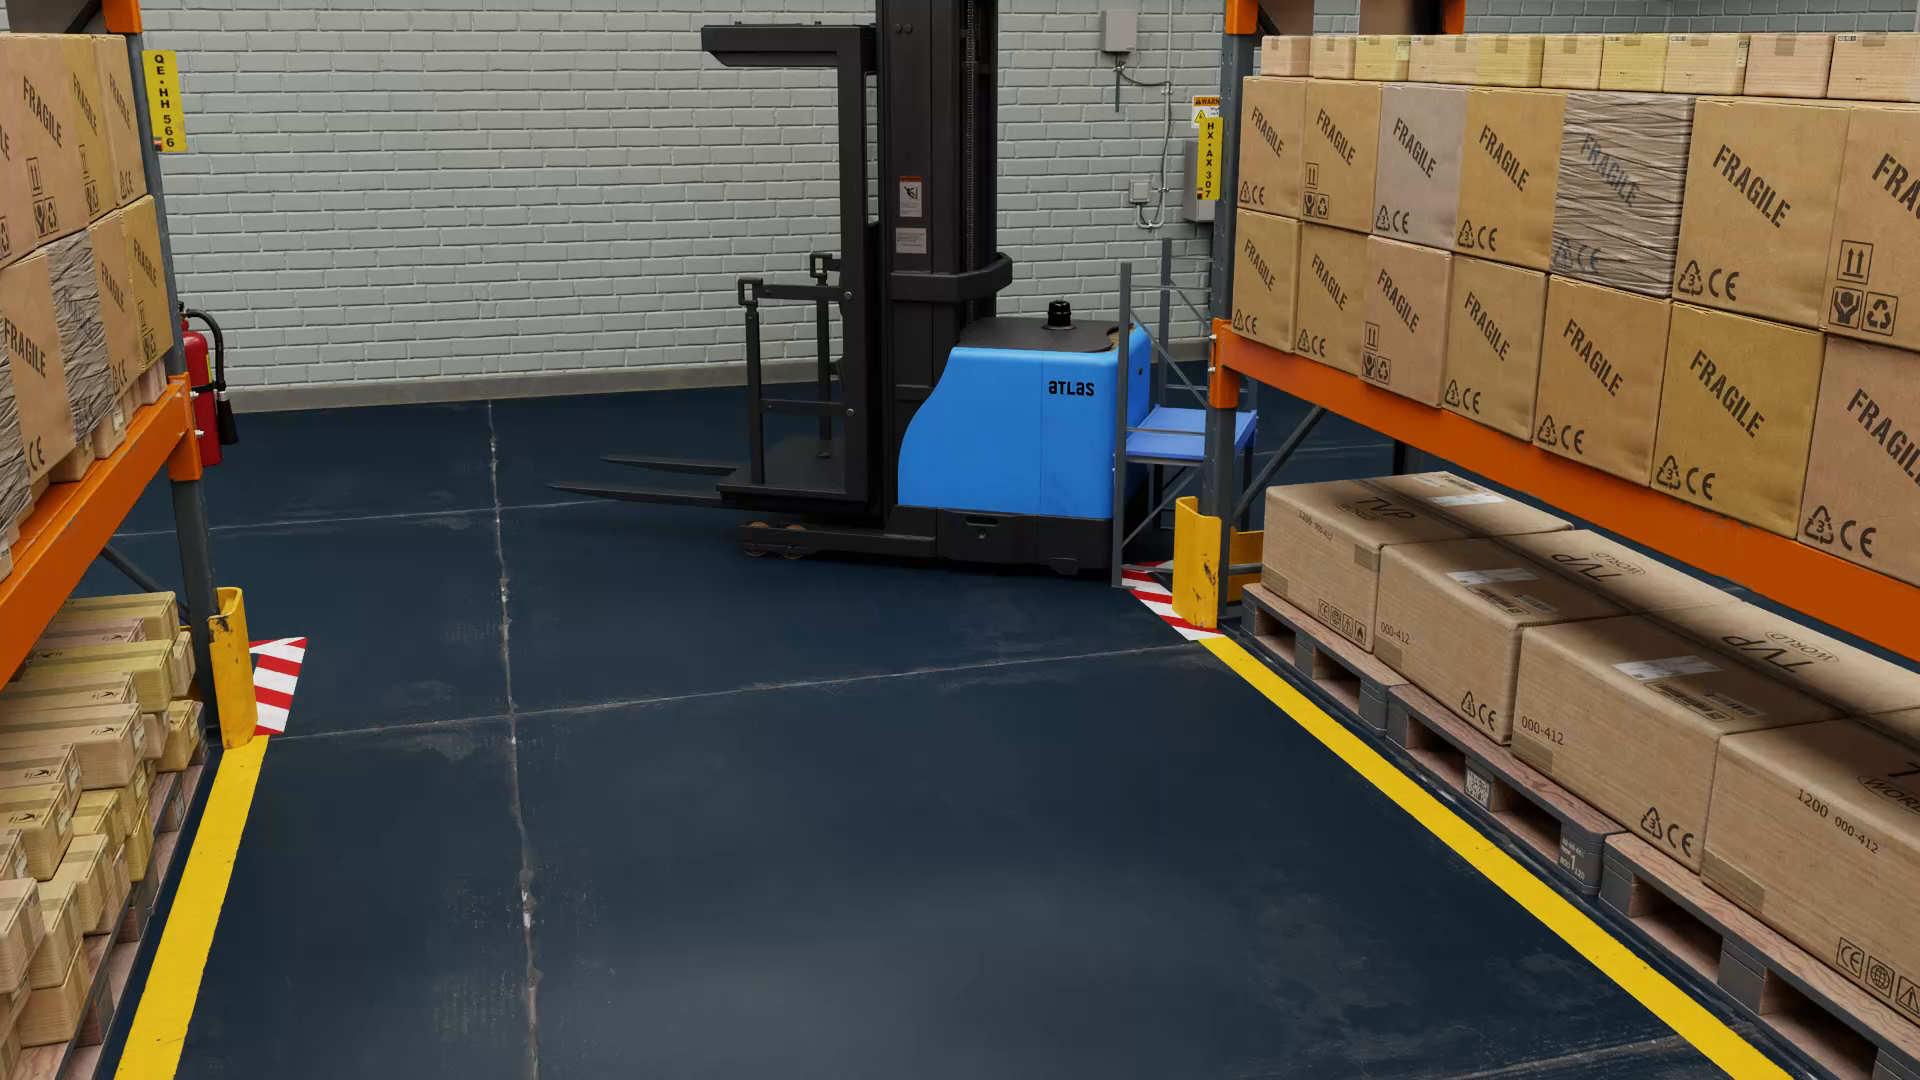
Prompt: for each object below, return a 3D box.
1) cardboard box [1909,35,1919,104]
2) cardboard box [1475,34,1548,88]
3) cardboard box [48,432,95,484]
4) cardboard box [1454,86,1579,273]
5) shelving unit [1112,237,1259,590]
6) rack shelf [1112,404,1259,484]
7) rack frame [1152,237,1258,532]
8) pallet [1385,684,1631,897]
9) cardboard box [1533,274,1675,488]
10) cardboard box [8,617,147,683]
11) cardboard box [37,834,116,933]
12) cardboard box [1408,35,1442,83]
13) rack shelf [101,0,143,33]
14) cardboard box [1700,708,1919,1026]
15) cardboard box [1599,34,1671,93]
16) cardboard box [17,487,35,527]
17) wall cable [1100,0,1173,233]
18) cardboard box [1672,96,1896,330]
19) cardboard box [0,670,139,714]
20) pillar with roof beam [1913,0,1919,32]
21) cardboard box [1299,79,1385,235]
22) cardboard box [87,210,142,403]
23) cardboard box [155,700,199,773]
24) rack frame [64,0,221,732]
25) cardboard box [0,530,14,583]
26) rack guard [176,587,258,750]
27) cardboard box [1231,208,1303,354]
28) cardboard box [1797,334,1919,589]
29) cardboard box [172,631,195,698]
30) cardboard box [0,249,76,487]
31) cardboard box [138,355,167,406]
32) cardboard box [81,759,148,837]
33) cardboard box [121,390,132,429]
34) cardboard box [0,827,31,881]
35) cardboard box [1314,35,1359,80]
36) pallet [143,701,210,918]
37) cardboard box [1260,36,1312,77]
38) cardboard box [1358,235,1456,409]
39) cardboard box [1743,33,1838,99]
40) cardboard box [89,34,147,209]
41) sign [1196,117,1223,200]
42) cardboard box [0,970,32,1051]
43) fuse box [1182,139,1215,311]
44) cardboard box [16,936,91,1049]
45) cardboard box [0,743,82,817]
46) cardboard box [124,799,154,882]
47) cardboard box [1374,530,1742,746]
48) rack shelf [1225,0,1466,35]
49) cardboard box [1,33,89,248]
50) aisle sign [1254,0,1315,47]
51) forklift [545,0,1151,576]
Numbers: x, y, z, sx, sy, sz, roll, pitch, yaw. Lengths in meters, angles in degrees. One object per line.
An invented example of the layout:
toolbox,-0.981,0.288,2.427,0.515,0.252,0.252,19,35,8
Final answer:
cardboard box,2.287,-1.007,3.551,0.380,0.149,0.250,-4,17,-14
cardboard box,1.764,-1.420,4.925,0.380,0.149,0.250,-5,17,-17
cardboard box,-2.571,-0.243,4.484,0.380,0.149,0.250,-6,18,-18
cardboard box,1.840,-1.084,4.935,0.500,0.500,0.500,-5,17,-15
shelving unit,1.095,-0.619,7.905,0.538,1.500,1.048,5,17,16
rack shelf,1.094,-0.447,7.957,0.538,0.185,1.000,5,17,16
rack frame,1.242,-0.759,8.371,0.500,1.500,0.032,5,17,16
pallet,2.173,0.753,5.579,1.003,0.211,1.213,-5,17,-15
cardboard box,1.974,-0.464,4.608,0.500,0.500,0.500,-5,17,-16
cardboard box,-2.782,0.365,5.216,0.380,0.149,0.250,-4,17,-14
cardboard box,-2.311,0.862,4.076,0.380,0.149,0.250,-5,17,-15
cardboard box,1.692,-1.564,5.406,0.380,0.149,0.250,-5,17,-15
rack shelf,-2.635,-1.254,3.449,1.077,0.370,4.000,-5,17,-15
cardboard box,2.577,0.816,4.246,0.875,0.438,0.875,-5,17,-16
cardboard box,1.965,-1.284,4.474,0.380,0.149,0.250,-5,17,-16
cardboard box,-2.466,-0.092,3.980,0.380,0.149,0.250,-4,17,-14
wall cable,1.335,-3.294,12.439,0.588,1.984,0.122,-5,17,-15
cardboard box,2.119,-0.805,4.005,0.500,0.500,0.500,-5,17,-16
cardboard box,-2.578,0.503,4.756,0.380,0.149,0.250,-5,18,-17
pillar with roof beam,2.305,-4.878,9.049,9.100,9.000,0.400,-5,17,-15
cardboard box,1.553,-1.364,5.866,0.500,0.500,0.500,-5,17,-17
cardboard box,-2.677,-0.659,4.740,0.500,0.500,0.500,-5,17,-16
cardboard box,-2.672,0.641,5.329,0.380,0.149,0.250,-4,17,-14
rack frame,-3.185,-0.715,5.619,1.000,3.000,0.127,-5,17,-15
cardboard box,-2.258,0.047,3.519,0.380,0.149,0.250,-4,17,-13
rack guard,-3.164,0.503,5.909,1.175,0.500,0.348,-5,17,-15
cardboard box,1.403,-1.027,6.483,0.500,0.500,0.500,-5,17,-16
cardboard box,2.273,-0.184,3.677,0.500,0.500,0.500,-5,17,-15
cardboard box,-2.765,0.430,5.515,0.380,0.149,0.250,-5,17,-17
cardboard box,-2.402,-0.381,3.814,0.500,0.500,0.500,-4,17,-12
cardboard box,-2.824,-0.527,5.429,0.380,0.149,0.250,-5,17,-15
cardboard box,-2.466,0.716,4.564,0.380,0.149,0.250,-4,17,-14
cardboard box,-2.708,-0.387,4.964,0.380,0.149,0.250,-5,17,-16
cardboard box,-2.356,0.796,3.780,0.380,0.149,0.250,-5,18,-18
cardboard box,1.480,-1.704,5.872,0.380,0.149,0.250,-4,17,-14
pallet,-2.975,0.869,5.193,1.003,0.211,1.213,-5,17,-15
cardboard box,1.378,-1.852,6.364,0.380,0.149,0.250,-4,17,-14
cardboard box,1.691,-0.747,5.551,0.500,0.500,0.500,-5,17,-16
cardboard box,2.141,-1.145,4.012,0.380,0.149,0.250,-5,17,-16
cardboard box,-2.820,-1.278,5.062,0.500,0.500,0.500,-5,17,-16
sign,1.011,-1.545,6.739,0.100,0.325,0.005,-5,17,-15
cardboard box,-2.259,1.007,3.594,0.380,0.149,0.250,-4,17,-13
fuse box,2.035,-2.201,12.805,0.539,1.711,0.414,-5,17,-15
cardboard box,-2.272,1.074,3.889,0.380,0.149,0.250,-5,17,-17
cardboard box,-2.485,0.654,4.251,0.380,0.149,0.250,-5,18,-17
cardboard box,-2.471,0.854,4.621,0.380,0.149,0.250,-6,18,-18
cardboard box,2.084,0.319,5.901,0.875,0.438,0.875,-4,17,-14
rack shelf,2.096,-1.673,4.845,1.077,0.370,4.000,-5,17,-15
cardboard box,-2.529,-0.994,4.119,0.500,0.500,0.500,-4,17,-12
aisle sign,1.248,-2.377,6.631,0.394,0.787,0.004,-5,17,-15
forklift,-0.601,-1.450,8.185,3.031,2.935,1.130,4,17,14
